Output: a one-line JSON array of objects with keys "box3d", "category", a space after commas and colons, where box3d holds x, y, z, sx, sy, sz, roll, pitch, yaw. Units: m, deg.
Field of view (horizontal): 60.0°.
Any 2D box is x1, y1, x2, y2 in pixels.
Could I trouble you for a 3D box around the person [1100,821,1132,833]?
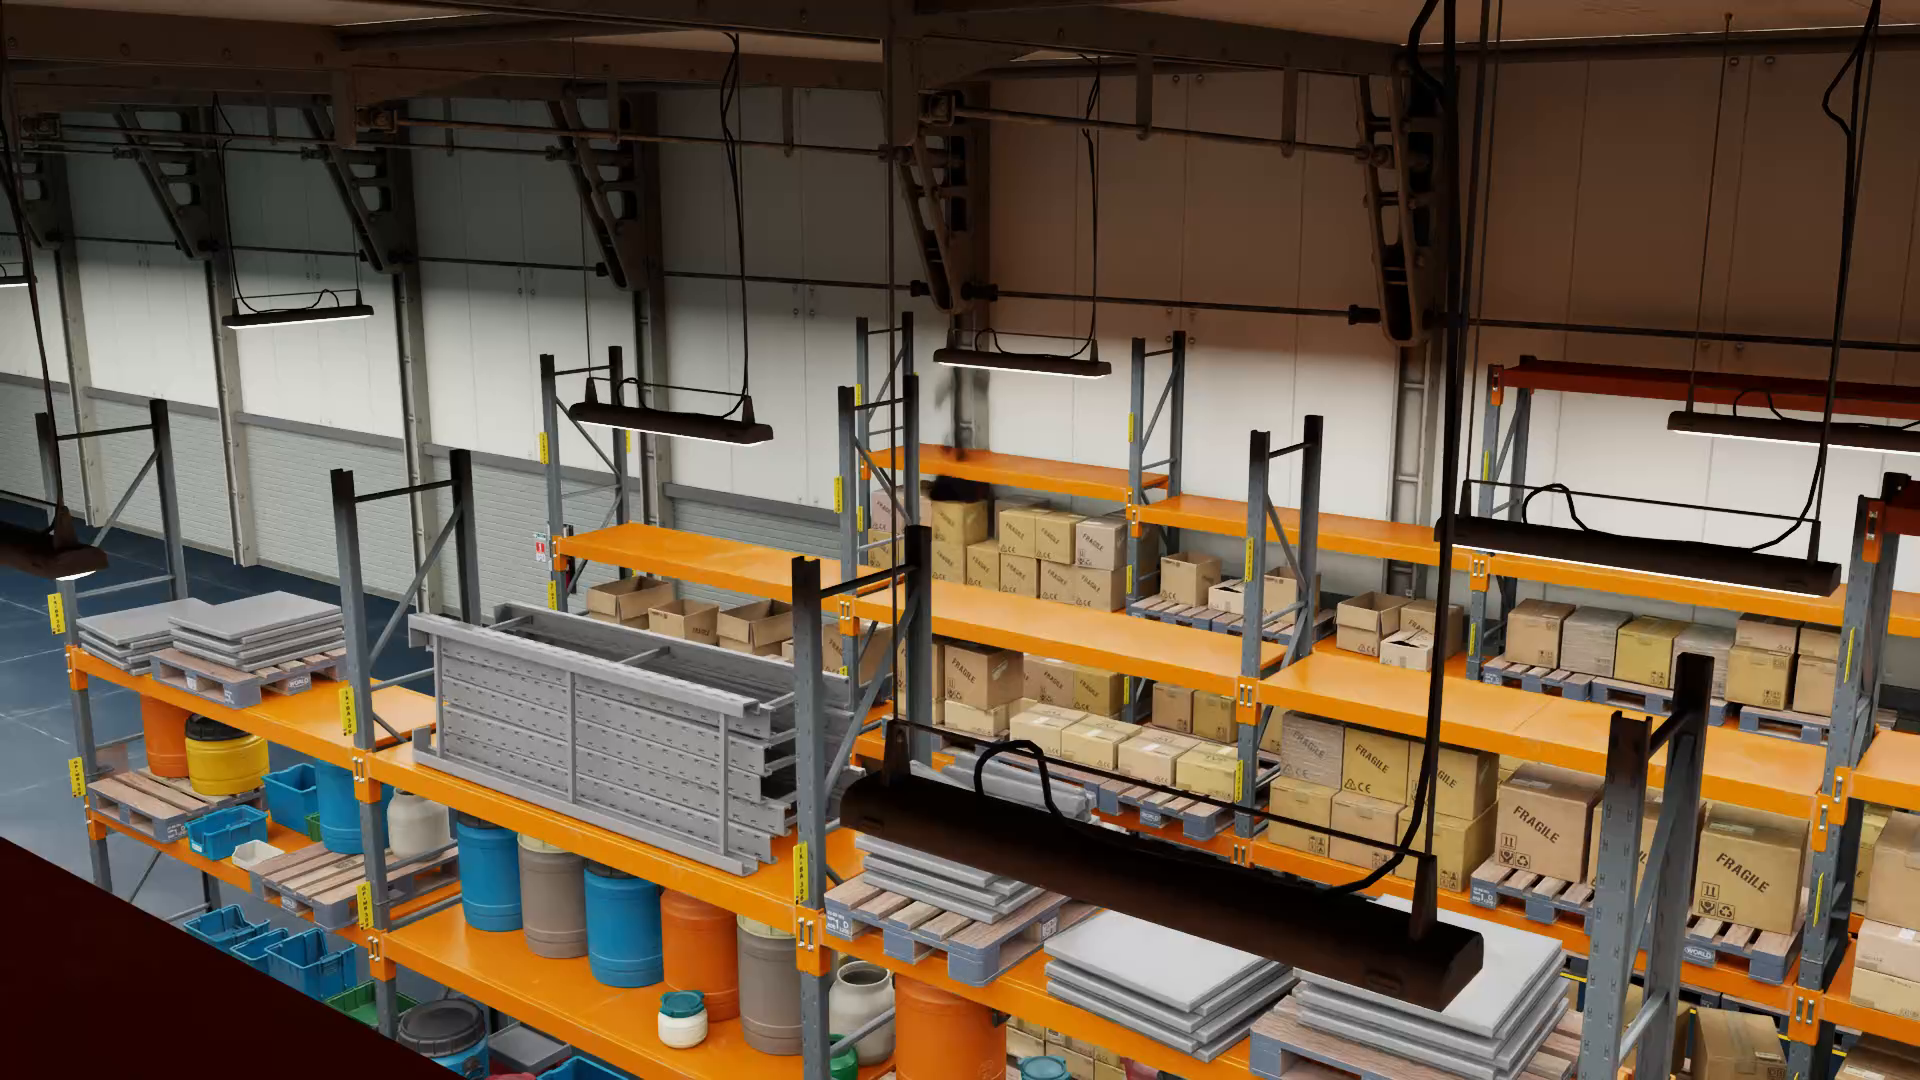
[{"box3d": [1.612, 3.272, 17.390, 0.680, 1.731, 0.701, 8, 15, 32], "category": "person"}]
